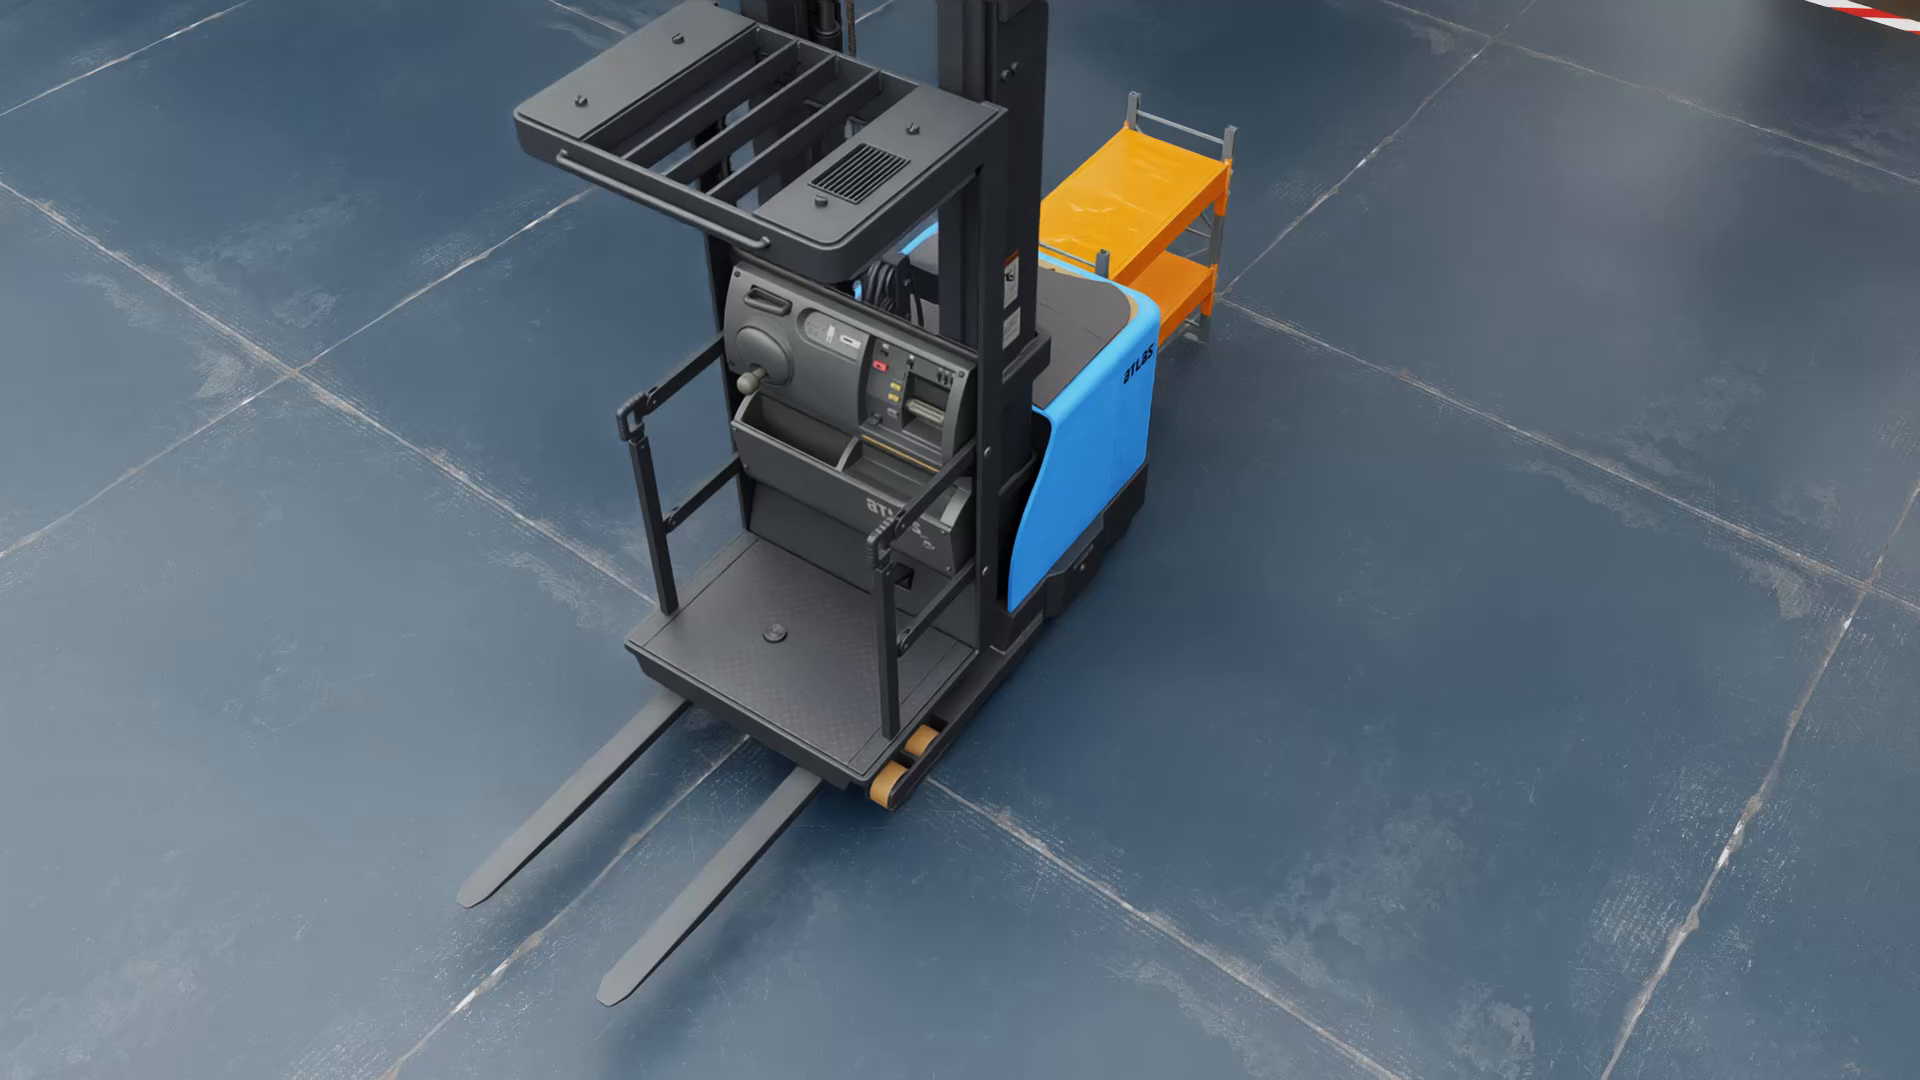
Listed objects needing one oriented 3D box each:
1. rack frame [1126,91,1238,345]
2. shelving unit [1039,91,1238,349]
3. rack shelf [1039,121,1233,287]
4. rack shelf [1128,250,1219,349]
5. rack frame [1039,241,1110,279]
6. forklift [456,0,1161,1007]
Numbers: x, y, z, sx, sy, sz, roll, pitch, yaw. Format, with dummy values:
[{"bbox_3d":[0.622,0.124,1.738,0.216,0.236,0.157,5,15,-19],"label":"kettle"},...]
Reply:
[{"bbox_3d":[0.923,-1.390,7.300,0.500,1.125,0.032,26,52,23],"label":"rack frame"},{"bbox_3d":[0.636,-1.087,7.011,0.538,1.125,1.048,26,52,23],"label":"shelving unit"},{"bbox_3d":[0.636,-1.289,6.799,0.538,0.278,1.000,26,52,23],"label":"rack shelf"},{"bbox_3d":[0.636,-0.918,7.187,0.538,0.278,1.000,26,52,23],"label":"rack shelf"},{"bbox_3d":[0.349,-0.784,6.721,0.500,1.125,0.032,26,52,23],"label":"rack frame"},{"bbox_3d":[-0.491,-0.469,5.172,1.130,2.935,3.031,26,52,23],"label":"forklift"}]
